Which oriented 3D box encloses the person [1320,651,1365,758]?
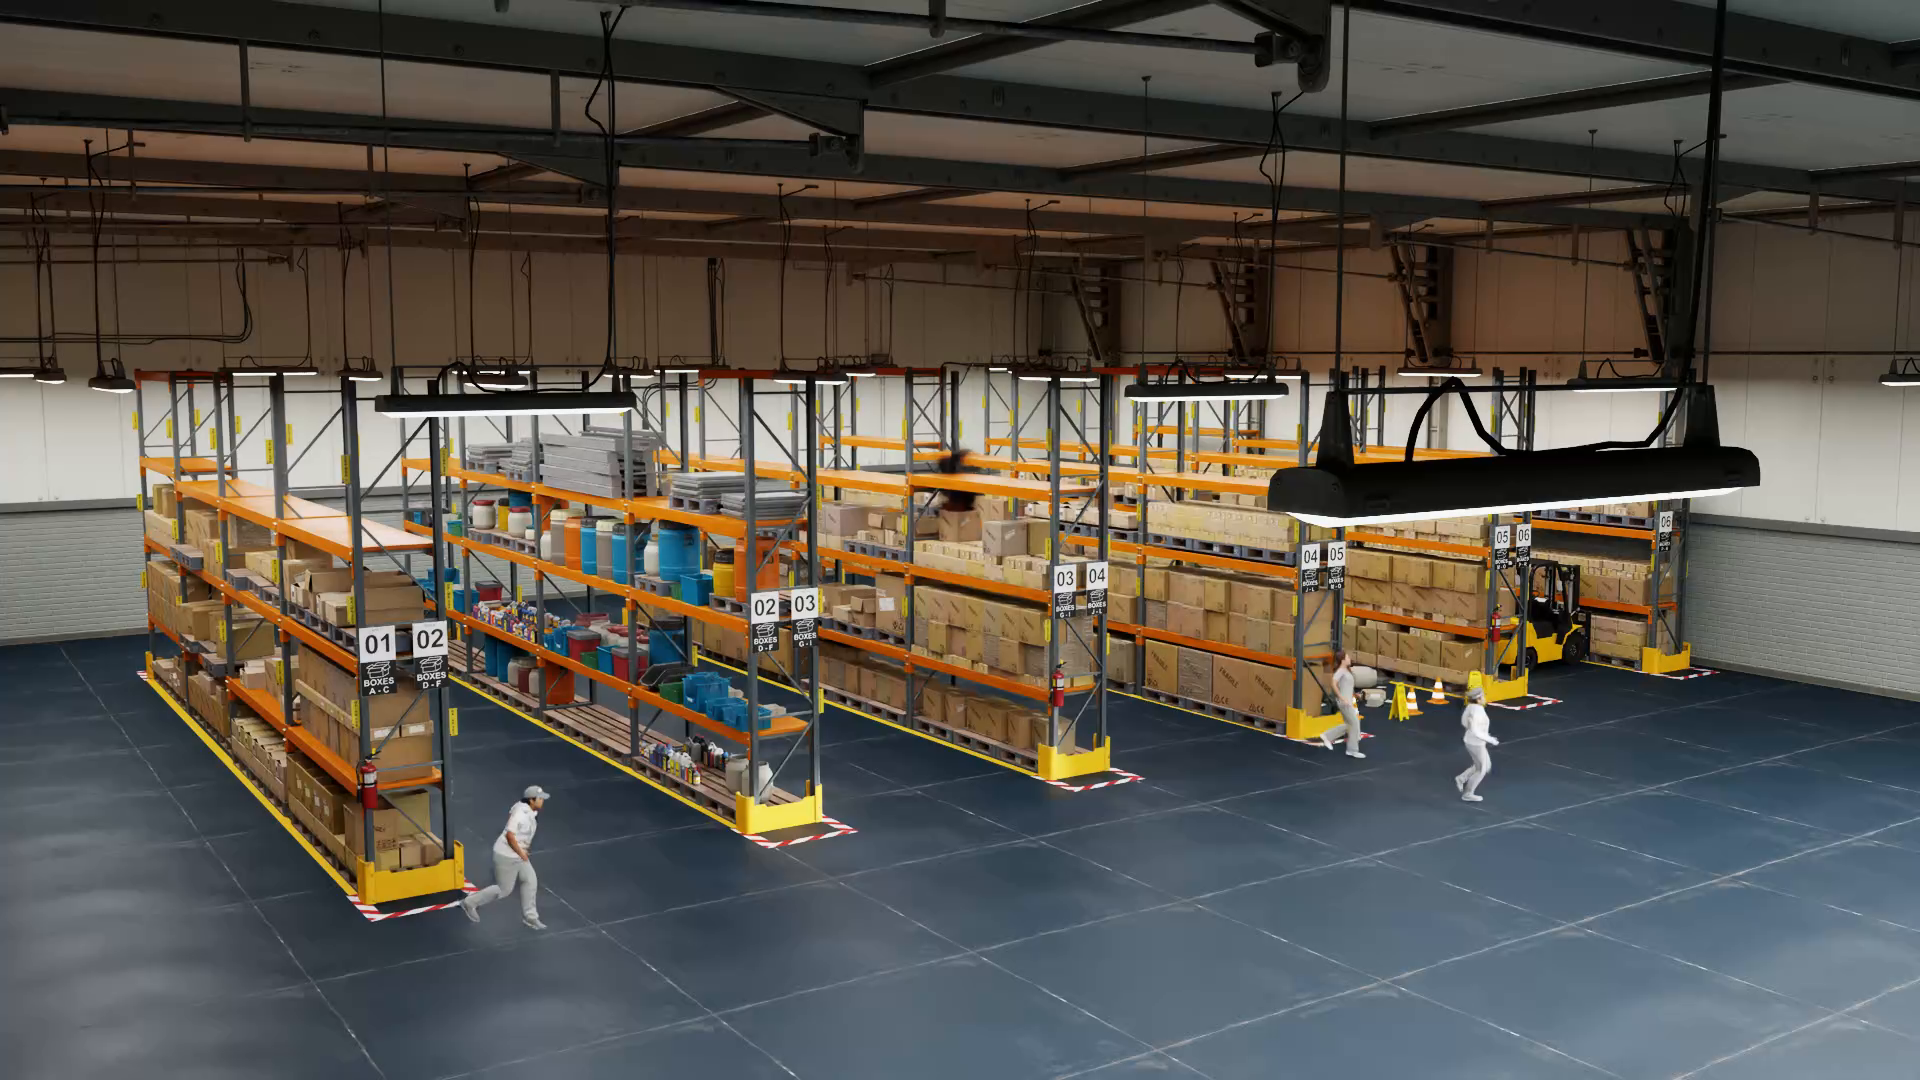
[{"bbox_3d":[6.055,2.575,26.203,0.719,1.651,0.604,2,7,20],"label":"person"}]

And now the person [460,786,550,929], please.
[{"bbox_3d":[-4.993,3.512,18.272,0.996,1.636,0.625,-1,7,-13],"label":"person"}]

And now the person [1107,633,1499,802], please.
[{"bbox_3d":[4.849,2.565,24.182,5.553,2.084,1.594,1,6,7],"label":"person"}]
